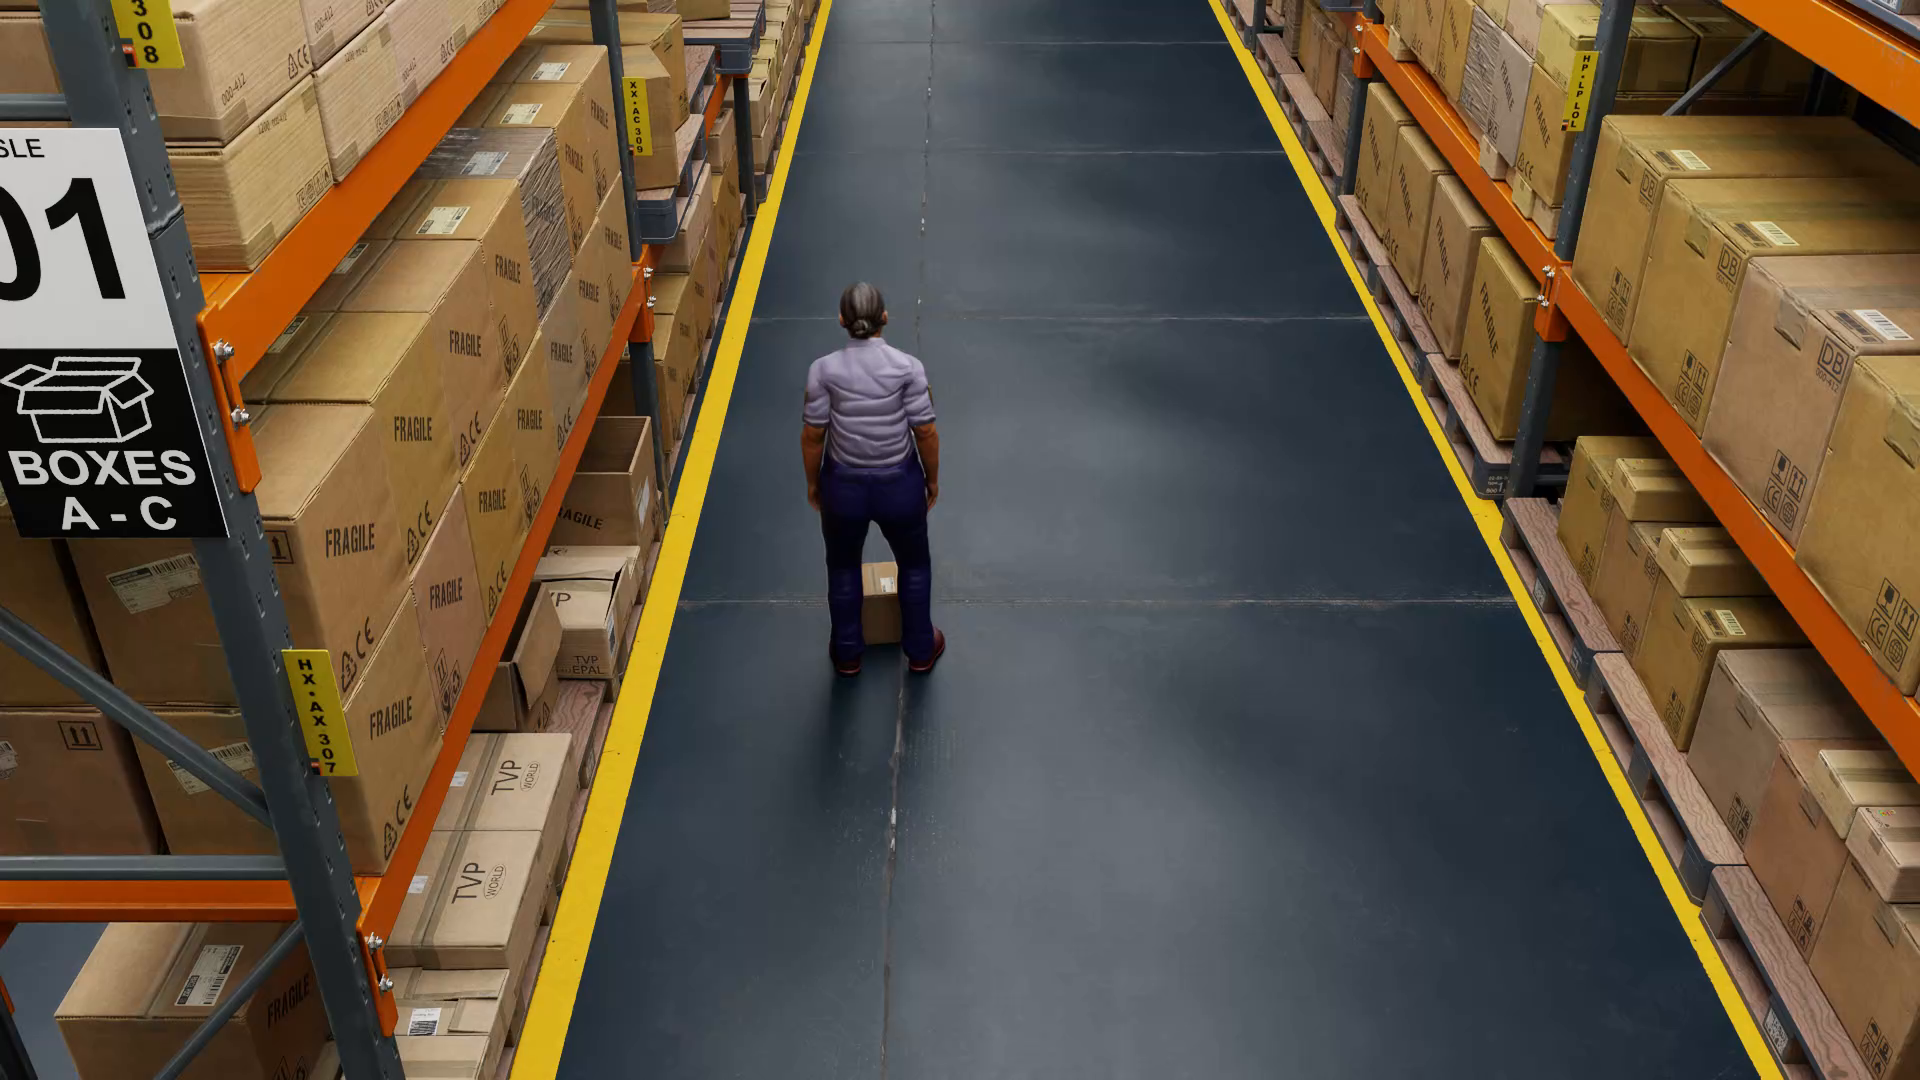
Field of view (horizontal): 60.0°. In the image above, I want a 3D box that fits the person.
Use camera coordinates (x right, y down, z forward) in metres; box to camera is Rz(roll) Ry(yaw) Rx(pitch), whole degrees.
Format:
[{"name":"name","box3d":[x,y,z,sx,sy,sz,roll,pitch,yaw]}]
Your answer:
[{"name":"person","box3d":[-0.332,-0.201,6.470,0.543,1.648,0.372,0,32,-1]}]
